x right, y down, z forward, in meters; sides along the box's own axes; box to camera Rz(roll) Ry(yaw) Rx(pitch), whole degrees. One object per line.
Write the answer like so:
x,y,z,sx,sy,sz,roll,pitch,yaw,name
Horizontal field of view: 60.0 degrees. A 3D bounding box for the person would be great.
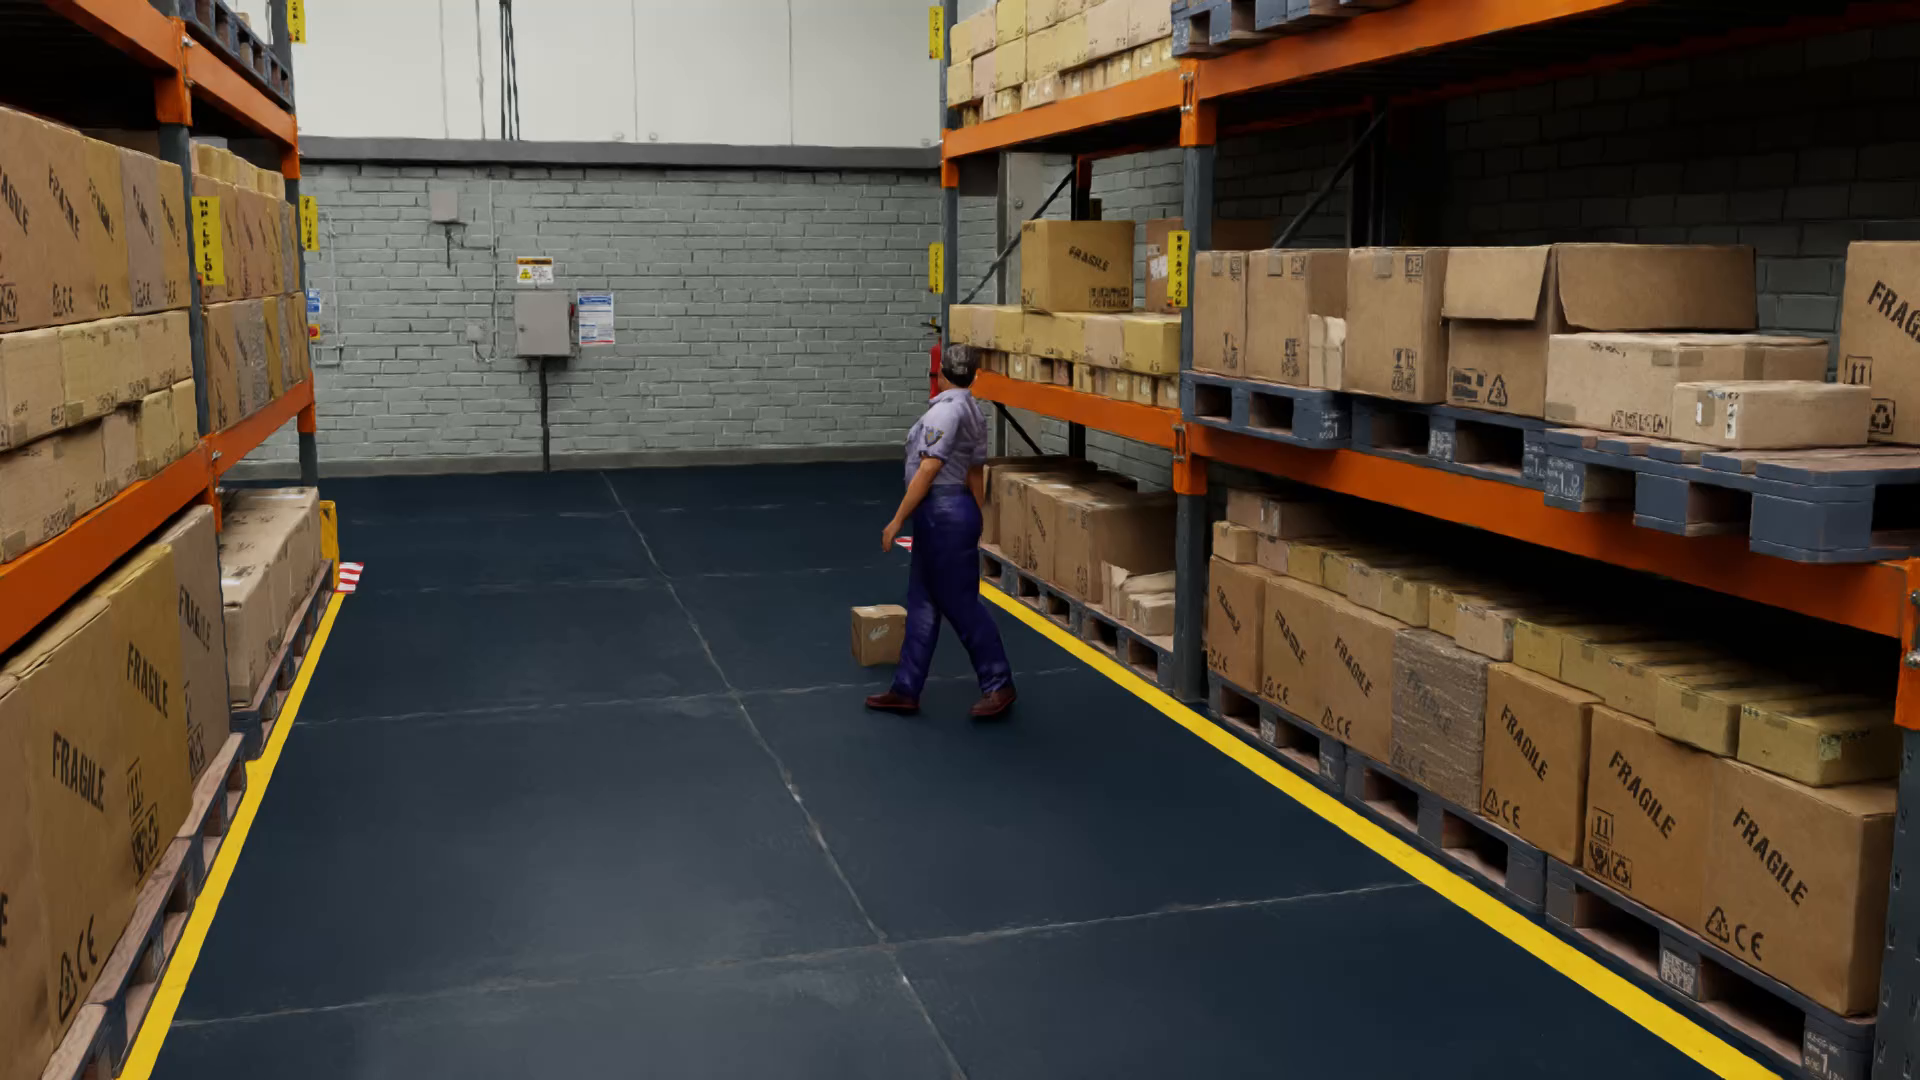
-0.084,-0.040,7.310,0.681,1.606,0.527,1,9,6,person
